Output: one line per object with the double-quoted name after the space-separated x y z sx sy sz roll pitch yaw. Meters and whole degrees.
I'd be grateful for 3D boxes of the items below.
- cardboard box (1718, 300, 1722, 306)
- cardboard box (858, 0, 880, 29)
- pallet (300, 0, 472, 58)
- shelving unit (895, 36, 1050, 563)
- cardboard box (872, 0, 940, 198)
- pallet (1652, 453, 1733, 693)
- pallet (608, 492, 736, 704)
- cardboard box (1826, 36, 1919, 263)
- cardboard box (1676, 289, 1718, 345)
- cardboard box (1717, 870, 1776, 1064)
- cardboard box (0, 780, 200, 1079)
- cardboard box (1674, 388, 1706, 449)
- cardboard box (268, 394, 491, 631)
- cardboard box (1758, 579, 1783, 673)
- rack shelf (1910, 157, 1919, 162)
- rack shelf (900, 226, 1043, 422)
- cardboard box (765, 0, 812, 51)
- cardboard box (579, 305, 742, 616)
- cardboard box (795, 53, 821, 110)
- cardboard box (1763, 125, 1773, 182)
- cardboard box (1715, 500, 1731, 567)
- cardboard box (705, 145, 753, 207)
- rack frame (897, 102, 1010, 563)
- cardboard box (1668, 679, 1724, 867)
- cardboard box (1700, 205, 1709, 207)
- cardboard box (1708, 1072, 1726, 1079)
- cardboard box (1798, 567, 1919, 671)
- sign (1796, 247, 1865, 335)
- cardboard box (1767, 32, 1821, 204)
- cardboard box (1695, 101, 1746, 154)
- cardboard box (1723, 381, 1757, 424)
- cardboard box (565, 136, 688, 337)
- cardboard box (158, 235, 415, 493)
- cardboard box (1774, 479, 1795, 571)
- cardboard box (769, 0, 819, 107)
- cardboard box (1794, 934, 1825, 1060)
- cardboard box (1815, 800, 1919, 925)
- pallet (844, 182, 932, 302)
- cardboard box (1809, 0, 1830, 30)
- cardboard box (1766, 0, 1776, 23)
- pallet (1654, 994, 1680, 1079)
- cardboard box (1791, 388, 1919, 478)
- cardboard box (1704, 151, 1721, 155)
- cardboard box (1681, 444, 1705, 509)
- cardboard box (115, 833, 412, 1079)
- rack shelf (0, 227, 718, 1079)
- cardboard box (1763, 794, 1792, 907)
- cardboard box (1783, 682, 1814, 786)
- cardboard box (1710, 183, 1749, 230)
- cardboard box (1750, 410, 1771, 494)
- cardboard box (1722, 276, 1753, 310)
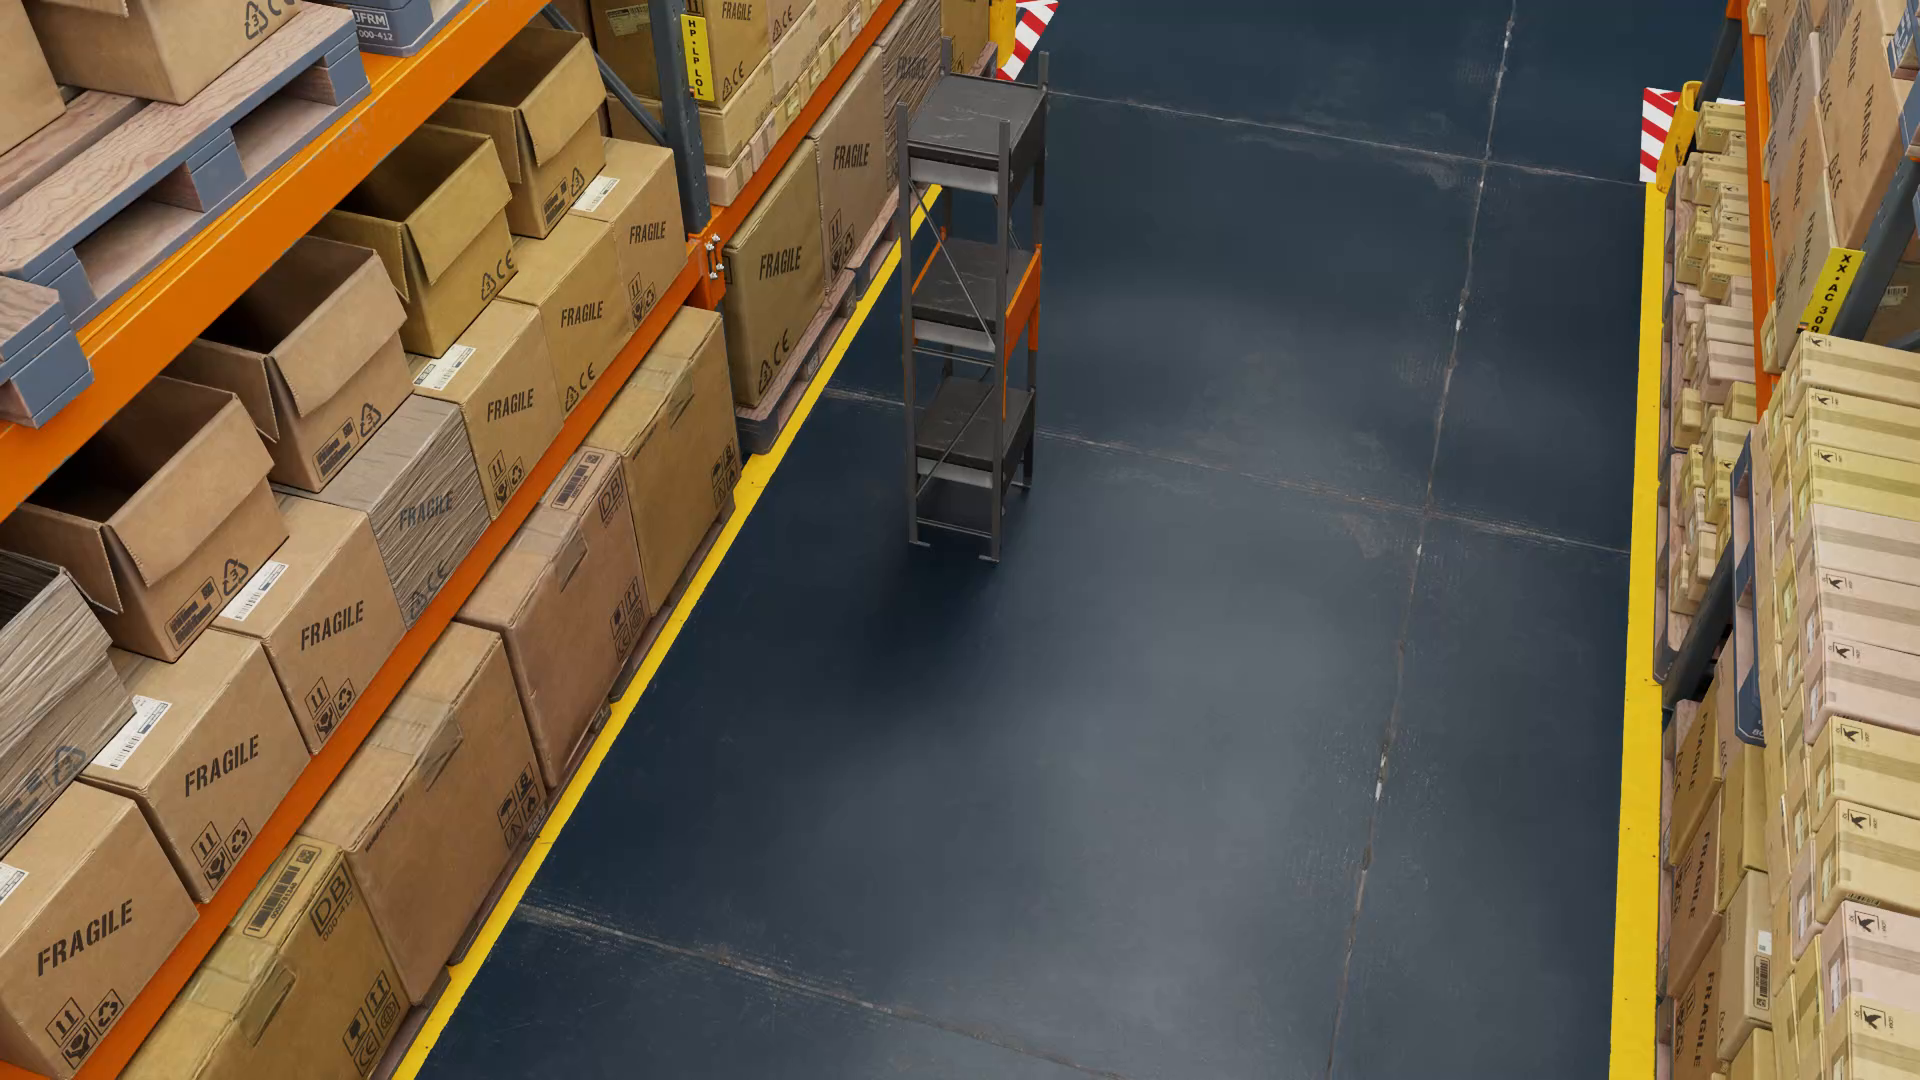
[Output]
3.693 -1.068 7.621 0.380 0.149 0.250 15 46 15 "cardboard box"
-0.594 -2.540 7.780 0.380 0.149 0.250 11 46 11 "cardboard box"
-1.702 -1.846 4.883 0.805 0.209 1.217 11 45 11 "pallet"
0.050 -0.861 6.527 0.431 2.100 0.503 13 46 12 "shelving unit"
-0.653 -2.471 8.748 0.875 0.875 0.875 13 46 13 "cardboard box"
3.395 0.196 6.798 1.003 0.211 1.213 13 46 13 "pallet"
-1.633 0.063 6.934 1.003 0.211 1.213 13 46 13 "pallet"
3.110 -1.216 5.248 0.500 0.500 0.500 11 45 11 "cardboard box"
3.576 -1.018 7.783 0.380 0.149 0.250 10 45 11 "cardboard box"
2.432 1.260 4.667 0.500 0.250 0.500 14 46 14 "cardboard box"
-2.276 0.900 4.013 0.500 0.500 0.500 14 46 14 "cardboard box"
3.333 -0.501 7.254 0.380 0.149 0.250 12 46 12 "cardboard box"
-1.817 -0.119 5.054 0.500 0.500 0.500 13 46 13 "cardboard box"
2.433 0.278 4.600 0.380 0.149 0.250 13 46 13 "cardboard box"
2.619 0.172 3.198 1.077 0.370 4.000 13 46 13 "rack shelf"
0.050 -0.851 6.537 0.431 0.518 0.480 13 46 12 "rack shelf"
-0.926 -2.376 6.791 0.500 0.500 0.500 13 46 13 "cardboard box"
-1.646 -0.424 6.656 1.225 0.875 0.875 13 46 13 "cardboard box"
-0.828 -2.027 7.256 0.380 0.149 0.250 11 46 11 "cardboard box"
3.493 -1.553 6.771 0.380 0.149 0.250 13 46 13 "cardboard box"
3.085 0.018 6.299 0.380 0.149 0.250 14 46 14 "cardboard box"
-1.065 -1.501 6.718 0.380 0.149 0.250 13 46 13 "cardboard box"
-0.024 -0.698 6.361 0.400 2.100 0.015 13 46 12 "rack frame"
2.749 0.834 5.639 0.500 0.500 0.500 14 46 14 "cardboard box"
3.972 -1.670 8.449 0.380 0.149 0.250 12 46 12 "cardboard box"
2.269 1.868 4.582 0.500 0.500 0.500 11 45 11 "cardboard box"
2.354 0.240 4.213 0.380 0.149 0.250 12 46 12 "cardboard box"
2.706 -0.765 5.167 0.100 0.325 0.005 13 46 13 "sign"
3.413 -1.547 6.301 0.500 0.500 0.500 12 46 12 "cardboard box"
3.954 -2.079 8.441 0.380 0.149 0.250 11 45 11 "cardboard box"
3.346 -0.485 6.812 0.380 0.149 0.250 14 46 14 "cardboard box"
-1.353 -1.130 6.088 0.500 0.500 0.500 13 46 13 "cardboard box"
-2.049 -0.558 4.786 0.797 0.503 0.637 14 46 14 "cardboard box"
2.513 -0.002 4.673 0.380 0.149 0.250 14 46 13 "cardboard box"
-0.924 -2.105 7.050 0.500 0.250 0.500 12 46 12 "cardboard box"
2.040 1.042 3.606 0.380 0.149 0.250 12 46 12 "cardboard box"
2.119 0.762 3.679 0.380 0.149 0.250 15 46 14 "cardboard box"
-0.799 -1.773 8.810 1.003 0.211 1.213 13 46 12 "pallet"
3.571 -2.248 6.303 0.500 0.500 0.500 11 45 11 "cardboard box"
3.899 -2.551 7.327 0.500 0.500 0.500 13 46 13 "cardboard box"
2.623 1.986 4.969 1.003 0.211 1.213 13 46 13 "pallet"
2.589 -0.266 4.731 0.380 0.149 0.250 14 46 14 "cardboard box"
4.033 -1.955 8.527 0.380 0.149 0.250 14 46 14 "cardboard box"
3.152 -0.226 6.761 0.380 0.149 0.250 11 45 11 "cardboard box"
-2.454 1.356 4.837 1.225 0.875 0.875 11 45 11 "cardboard box"
-2.077 0.126 5.389 1.077 0.370 4.000 13 46 13 "rack shelf"
2.198 0.798 4.068 0.380 0.149 0.250 11 45 11 "cardboard box"
2.275 0.528 4.131 0.380 0.149 0.250 12 46 12 "cardboard box"
3.791 -1.546 7.897 0.380 0.149 0.250 10 45 11 "cardboard box"
2.667 -0.241 5.130 0.380 0.149 0.250 11 45 11 "cardboard box"
3.589 -1.009 7.349 0.380 0.149 0.250 13 46 13 "cardboard box"
